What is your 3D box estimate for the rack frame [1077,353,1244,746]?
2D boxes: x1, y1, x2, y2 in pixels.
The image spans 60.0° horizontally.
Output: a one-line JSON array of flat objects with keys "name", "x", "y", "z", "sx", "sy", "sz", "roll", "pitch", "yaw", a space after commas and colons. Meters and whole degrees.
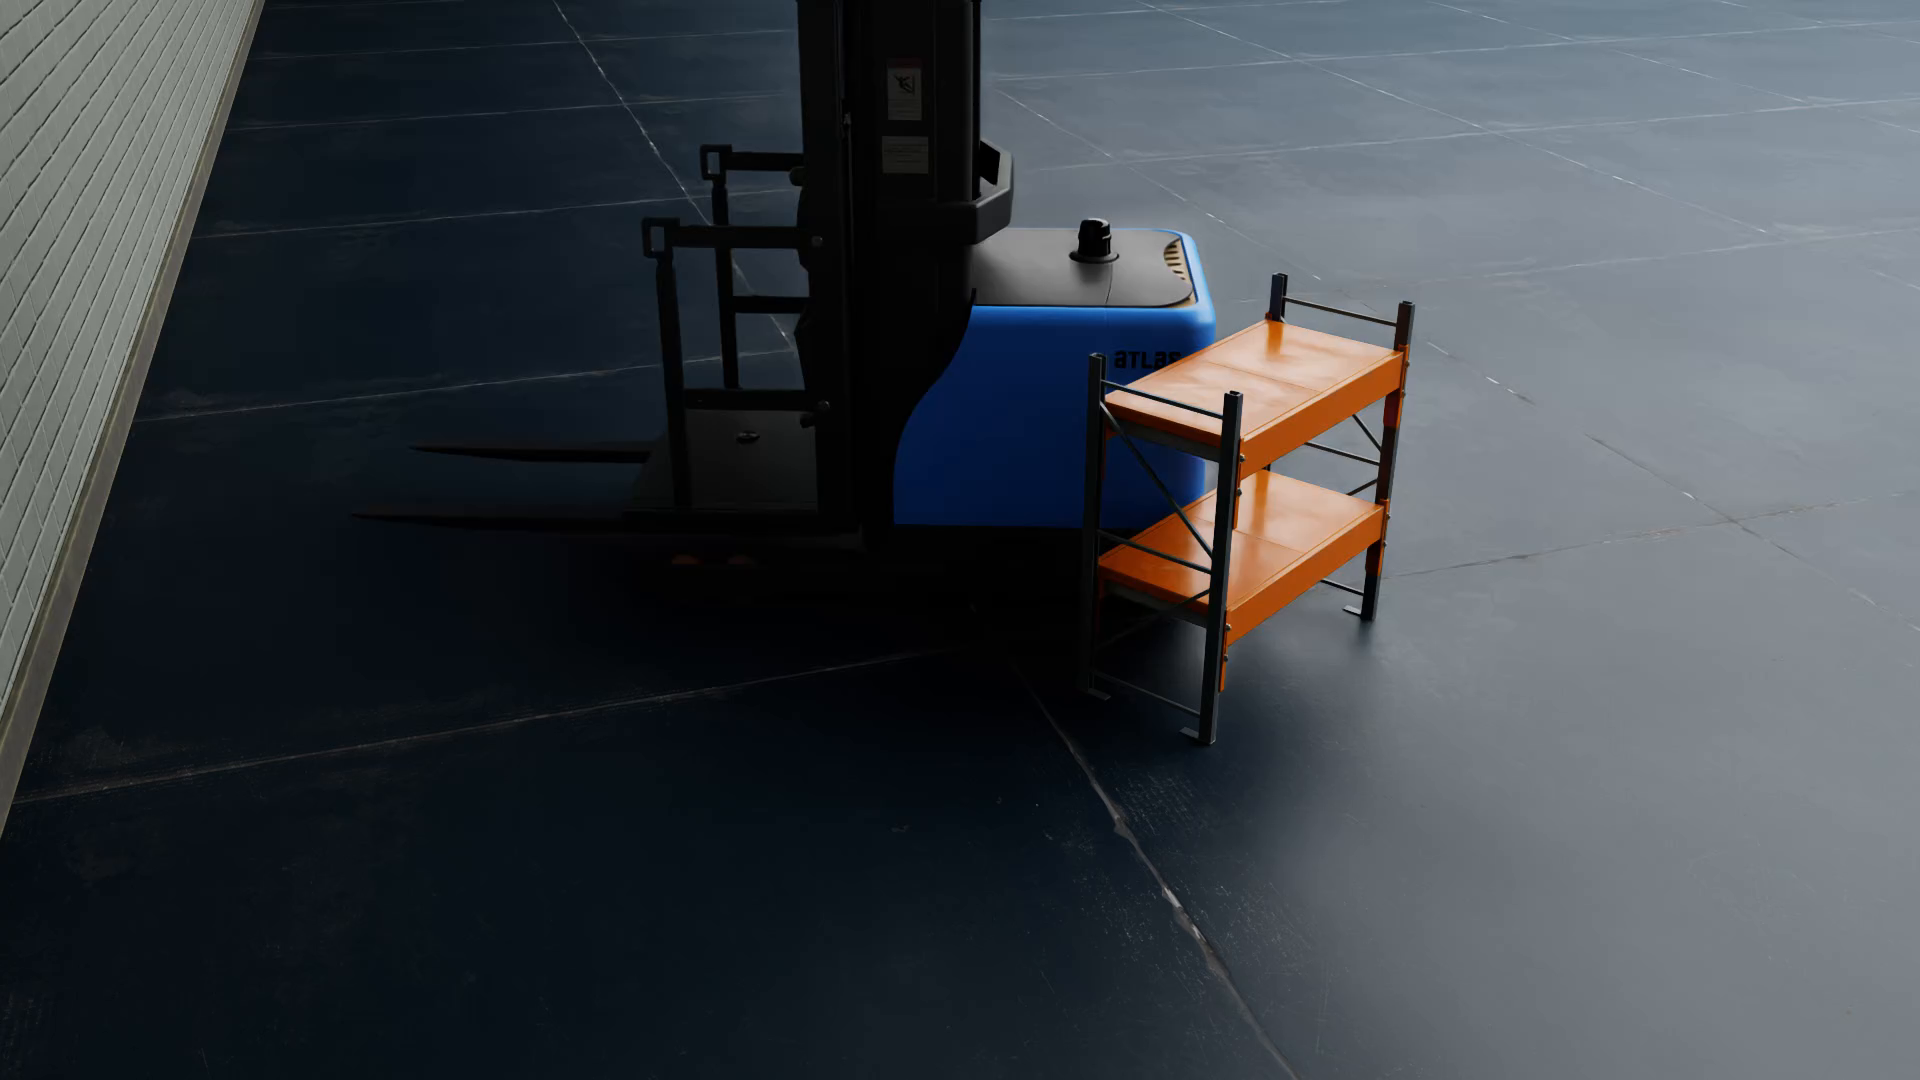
[{"name": "rack frame", "x": 0.572, "y": 0.038, "z": 4.908, "sx": 0.500, "sy": 1.125, "sz": 0.032, "roll": 21, "pitch": 33, "yaw": 35}]

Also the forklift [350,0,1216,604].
[{"name": "forklift", "x": -0.654, "y": -1.323, "z": 5.619, "sx": 3.031, "sy": 2.935, "sz": 1.130, "roll": 1, "pitch": 26, "yaw": 2}]

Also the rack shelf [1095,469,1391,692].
[{"name": "rack shelf", "x": 0.901, "y": 0.085, "z": 5.364, "sx": 0.538, "sy": 0.278, "sz": 1.000, "roll": 21, "pitch": 33, "yaw": 35}]

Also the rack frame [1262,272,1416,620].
[{"name": "rack frame", "x": 1.230, "y": -0.306, "z": 5.602, "sx": 0.500, "sy": 1.125, "sz": 0.032, "roll": 21, "pitch": 33, "yaw": 35}]

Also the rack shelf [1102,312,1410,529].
[{"name": "rack shelf", "x": 0.901, "y": -0.396, "z": 5.125, "sx": 0.538, "sy": 0.278, "sz": 1.000, "roll": 21, "pitch": 33, "yaw": 35}]

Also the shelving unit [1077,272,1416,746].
[{"name": "shelving unit", "x": 0.901, "y": -0.134, "z": 5.255, "sx": 0.538, "sy": 1.125, "sz": 1.048, "roll": 21, "pitch": 33, "yaw": 35}]
